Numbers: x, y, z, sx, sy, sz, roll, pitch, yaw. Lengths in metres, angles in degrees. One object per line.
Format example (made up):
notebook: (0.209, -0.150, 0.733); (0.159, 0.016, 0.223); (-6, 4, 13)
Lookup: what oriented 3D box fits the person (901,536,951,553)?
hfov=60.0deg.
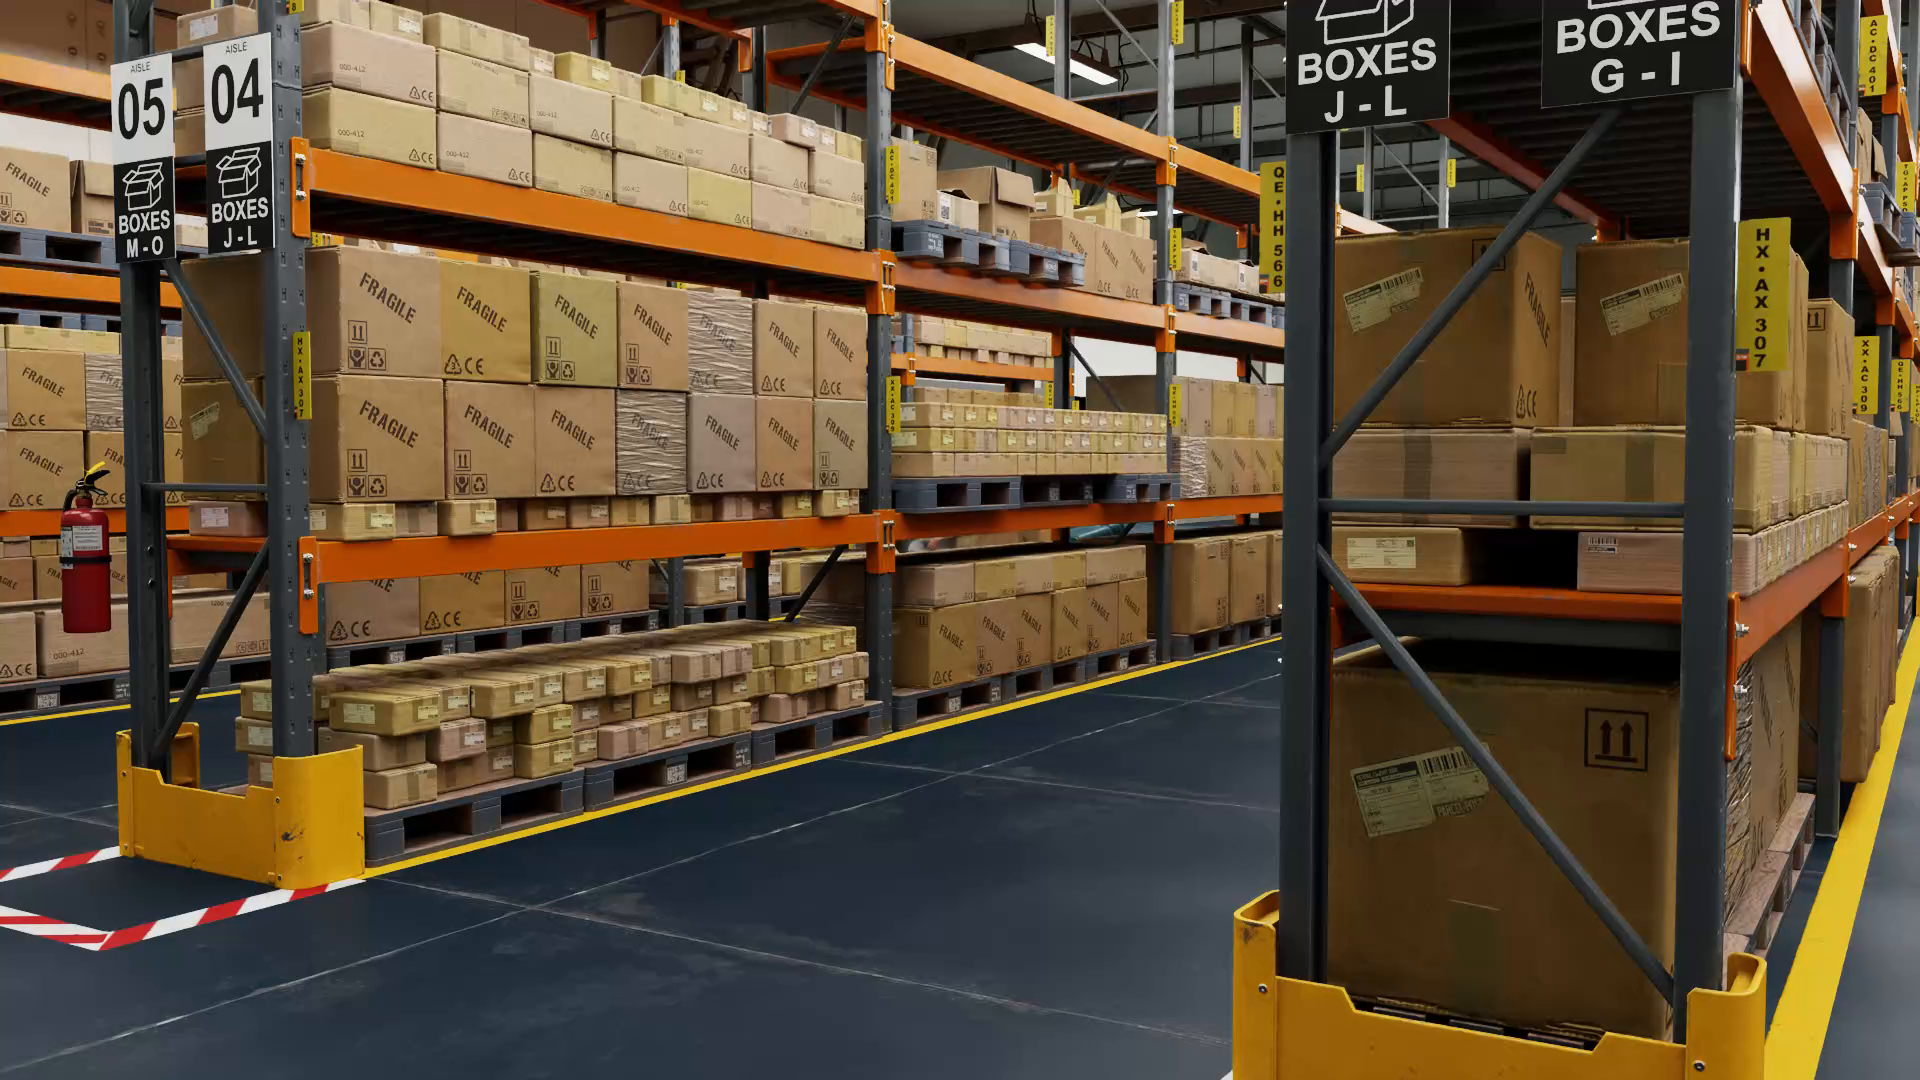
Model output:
person: (-0.350, 0.002, 15.025); (0.561, 1.759, 0.934); (2, 4, 38)
